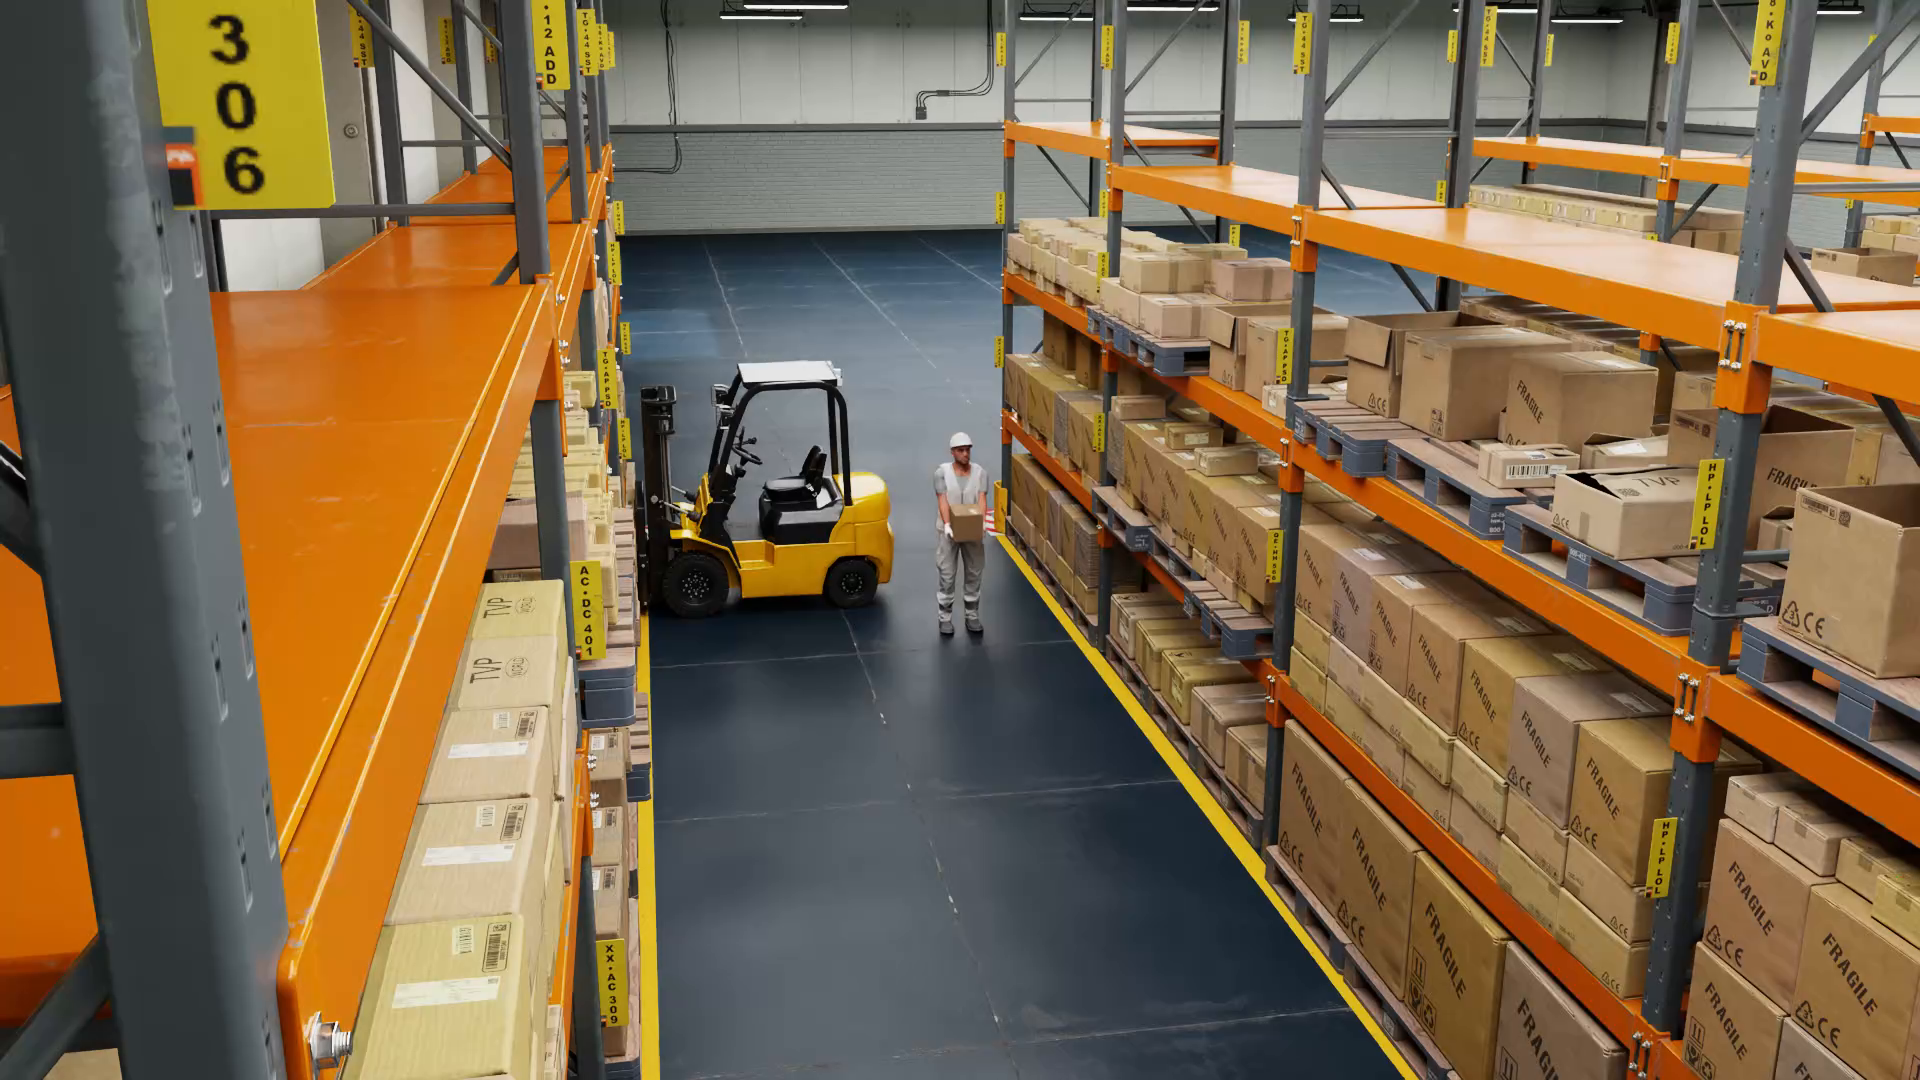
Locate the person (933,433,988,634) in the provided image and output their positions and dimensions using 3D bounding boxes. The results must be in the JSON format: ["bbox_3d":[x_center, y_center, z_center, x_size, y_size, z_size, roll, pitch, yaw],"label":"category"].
[{"bbox_3d":[0.031,-0.039,14.633,0.494,1.783,0.557,-3,16,-11],"label":"person"}]
